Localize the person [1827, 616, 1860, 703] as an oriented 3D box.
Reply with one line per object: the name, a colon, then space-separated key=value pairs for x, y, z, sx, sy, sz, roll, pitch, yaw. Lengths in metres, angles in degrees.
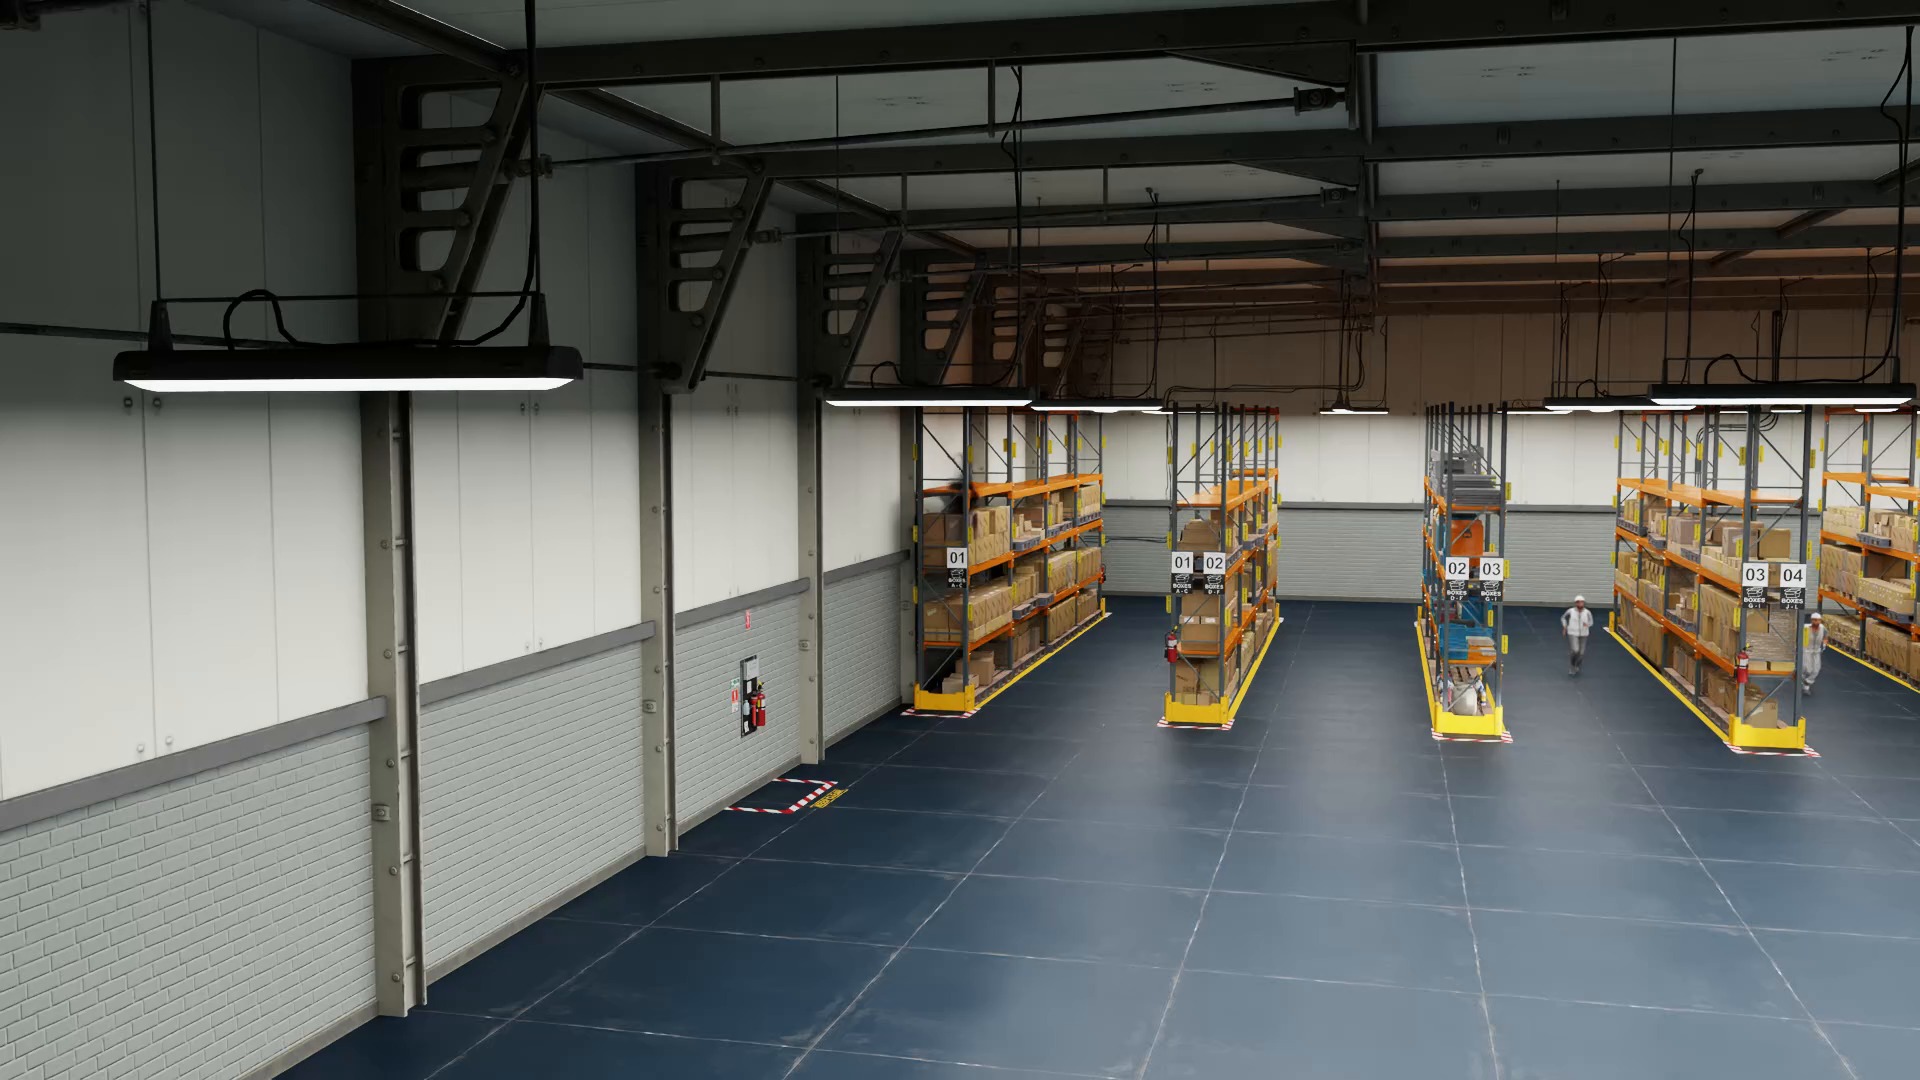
person: x=17.605 y=2.387 z=33.069 sx=0.688 sy=1.758 sz=0.622 roll=0 pitch=4 yaw=1

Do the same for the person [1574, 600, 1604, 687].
person: x=13.509 y=2.193 z=35.713 sx=0.650 sy=1.824 sz=0.794 roll=1 pitch=4 yaw=10
